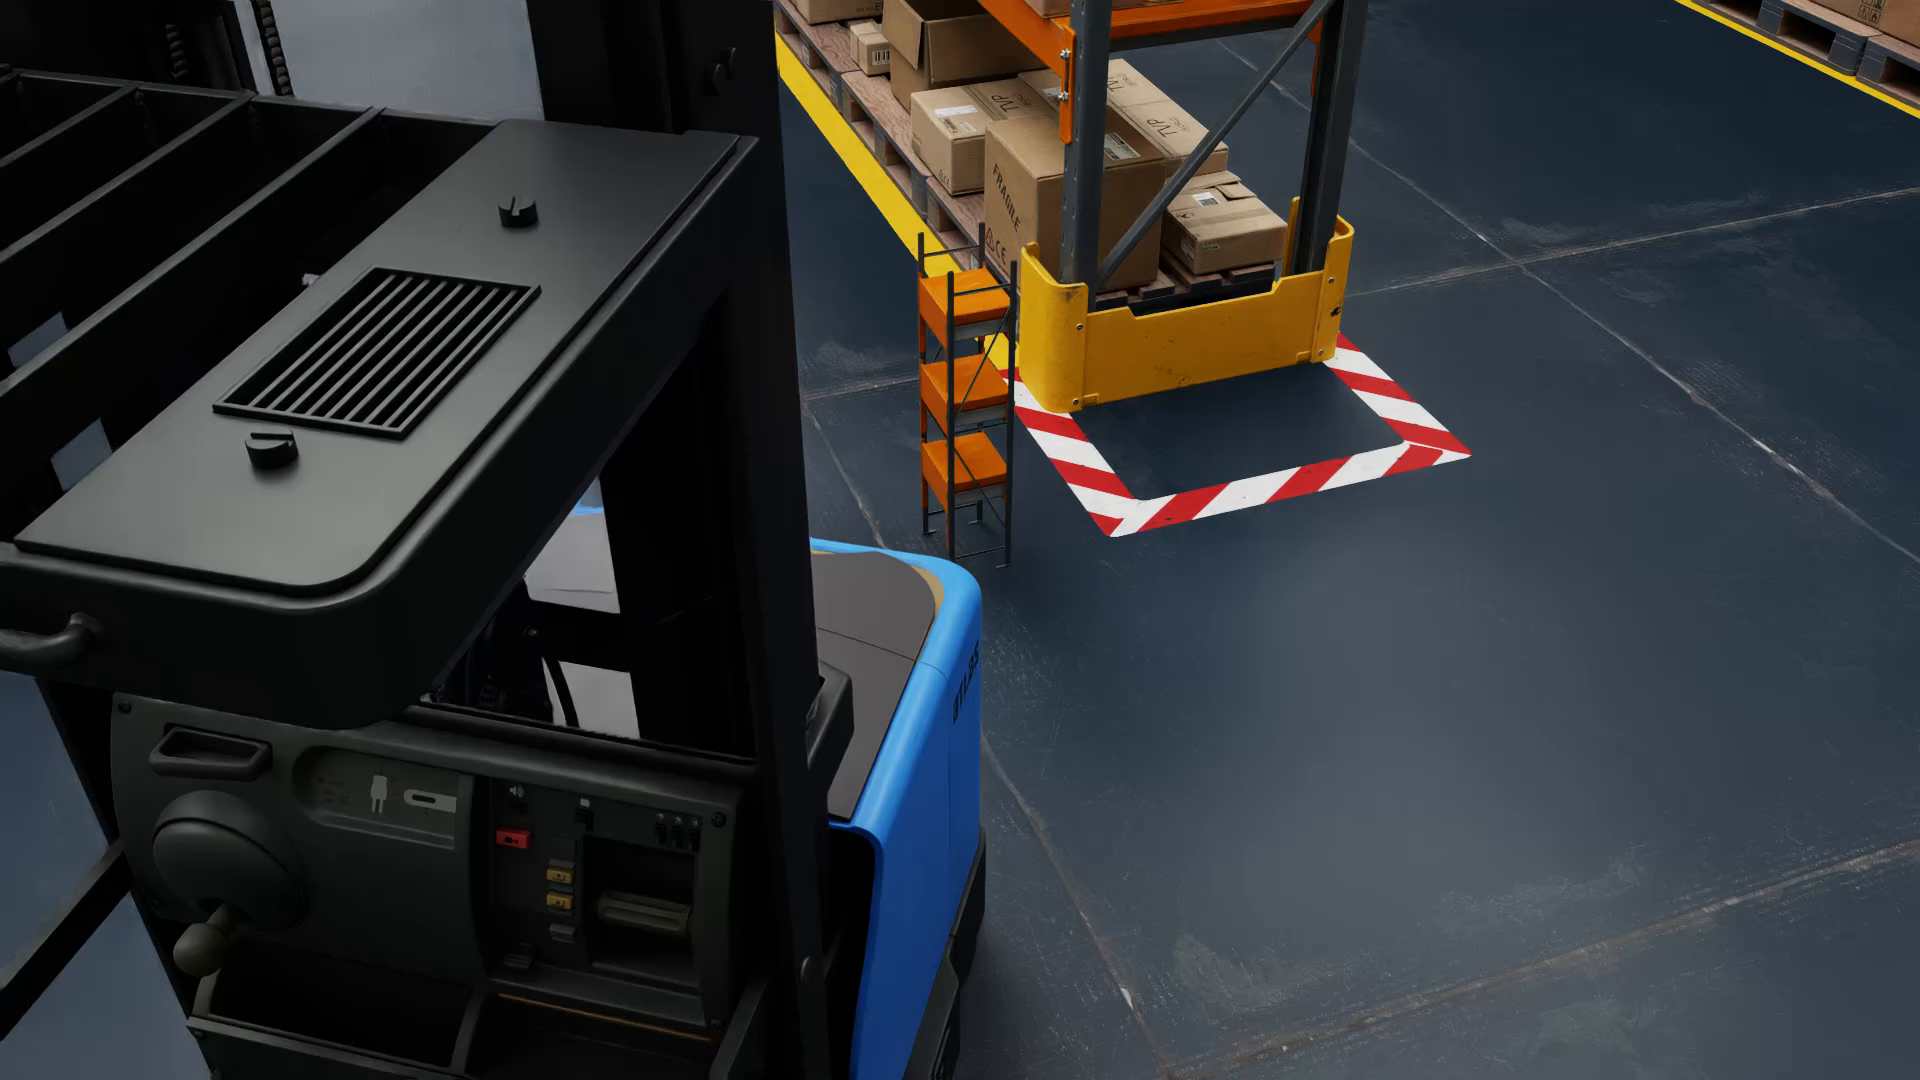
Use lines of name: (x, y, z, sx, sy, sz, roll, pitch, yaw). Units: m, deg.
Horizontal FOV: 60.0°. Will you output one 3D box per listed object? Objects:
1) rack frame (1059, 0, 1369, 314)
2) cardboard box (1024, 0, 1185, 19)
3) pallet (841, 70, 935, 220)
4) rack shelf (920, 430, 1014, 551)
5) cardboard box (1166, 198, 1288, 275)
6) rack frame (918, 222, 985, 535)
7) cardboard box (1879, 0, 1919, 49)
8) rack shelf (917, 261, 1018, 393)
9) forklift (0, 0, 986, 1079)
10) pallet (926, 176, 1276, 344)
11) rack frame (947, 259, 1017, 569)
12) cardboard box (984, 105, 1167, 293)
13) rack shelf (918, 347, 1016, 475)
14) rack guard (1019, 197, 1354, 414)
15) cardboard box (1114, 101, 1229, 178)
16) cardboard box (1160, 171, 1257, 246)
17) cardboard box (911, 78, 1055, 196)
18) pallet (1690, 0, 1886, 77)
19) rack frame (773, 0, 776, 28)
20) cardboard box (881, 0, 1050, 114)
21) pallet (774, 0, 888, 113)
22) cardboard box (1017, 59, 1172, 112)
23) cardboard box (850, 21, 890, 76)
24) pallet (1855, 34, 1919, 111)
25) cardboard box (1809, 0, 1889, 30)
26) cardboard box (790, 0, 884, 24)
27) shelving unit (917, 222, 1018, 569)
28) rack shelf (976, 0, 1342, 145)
rack frame: (0.829, -1.806, 5.154, 1.000, 3.000, 0.127, -12, 39, -16)
cardboard box: (0.419, -2.042, 5.385, 0.500, 0.500, 0.500, -11, 38, -15)
pallet: (0.111, -1.873, 7.562, 1.003, 0.211, 1.213, -12, 39, -16)
rack shelf: (0.018, -0.159, 5.068, 0.215, 0.259, 0.240, -12, 39, -16)
cardboard box: (1.007, -1.151, 6.288, 0.380, 0.149, 0.250, -12, 39, -16)
rack frame: (-0.024, -0.458, 4.985, 0.200, 1.050, 0.008, -12, 39, -16)
cardboard box: (4.972, -2.660, 8.017, 0.700, 0.500, 0.500, -13, 39, -16)
rack shelf: (0.018, -0.607, 4.730, 0.215, 0.259, 0.240, -12, 39, -16)
forklift: (-0.796, 0.521, 2.122, 1.130, 2.935, 3.031, 9, 38, 11)
pallet: (0.527, -1.185, 6.648, 1.003, 0.211, 1.213, -12, 39, -16)
rack frame: (0.060, -0.320, 4.802, 0.200, 1.050, 0.008, -12, 39, -16)
cardboard box: (0.410, -1.239, 6.114, 0.500, 0.500, 0.500, -12, 39, -16)
rack shelf: (0.018, -0.381, 4.900, 0.215, 0.259, 0.240, -12, 39, -16)
rack guard: (0.803, -0.850, 5.963, 1.175, 0.500, 0.348, -12, 39, -16)
cardboard box: (0.736, -1.532, 6.710, 0.500, 0.250, 0.500, -12, 39, -16)
cardboard box: (0.921, -1.299, 6.470, 0.380, 0.166, 0.250, -12, 39, -16)
cardboard box: (0.112, -1.682, 6.910, 0.500, 0.250, 0.500, -12, 39, -16)
pallet: (4.714, -2.843, 8.849, 1.003, 0.211, 1.213, -12, 39, -16)
rack frame: (-0.548, -4.066, 8.154, 1.000, 3.000, 0.127, -12, 39, -16)
cardboard box: (0.104, -2.184, 7.365, 0.797, 0.503, 0.637, -12, 39, -16)
pallet: (-0.312, -2.563, 8.478, 1.003, 0.211, 1.213, -12, 39, -16)
cardboard box: (0.564, -1.814, 7.085, 0.500, 0.250, 0.500, -12, 39, -16)
cardboard box: (-0.299, -2.341, 7.854, 0.380, 0.166, 0.250, -12, 39, -16)
pallet: (5.130, -2.155, 7.936, 1.003, 0.211, 1.213, -12, 39, -16)
cardboard box: (4.798, -2.944, 8.394, 0.700, 0.500, 0.500, -14, 39, -17)
cardboard box: (-0.606, -2.885, 8.457, 0.500, 0.311, 0.500, -12, 39, -16)
shelving unit: (0.018, -0.389, 4.894, 0.215, 1.050, 0.252, -12, 39, -16)
rack shelf: (0.141, -2.648, 6.871, 1.077, 0.370, 4.000, -12, 39, -16)
